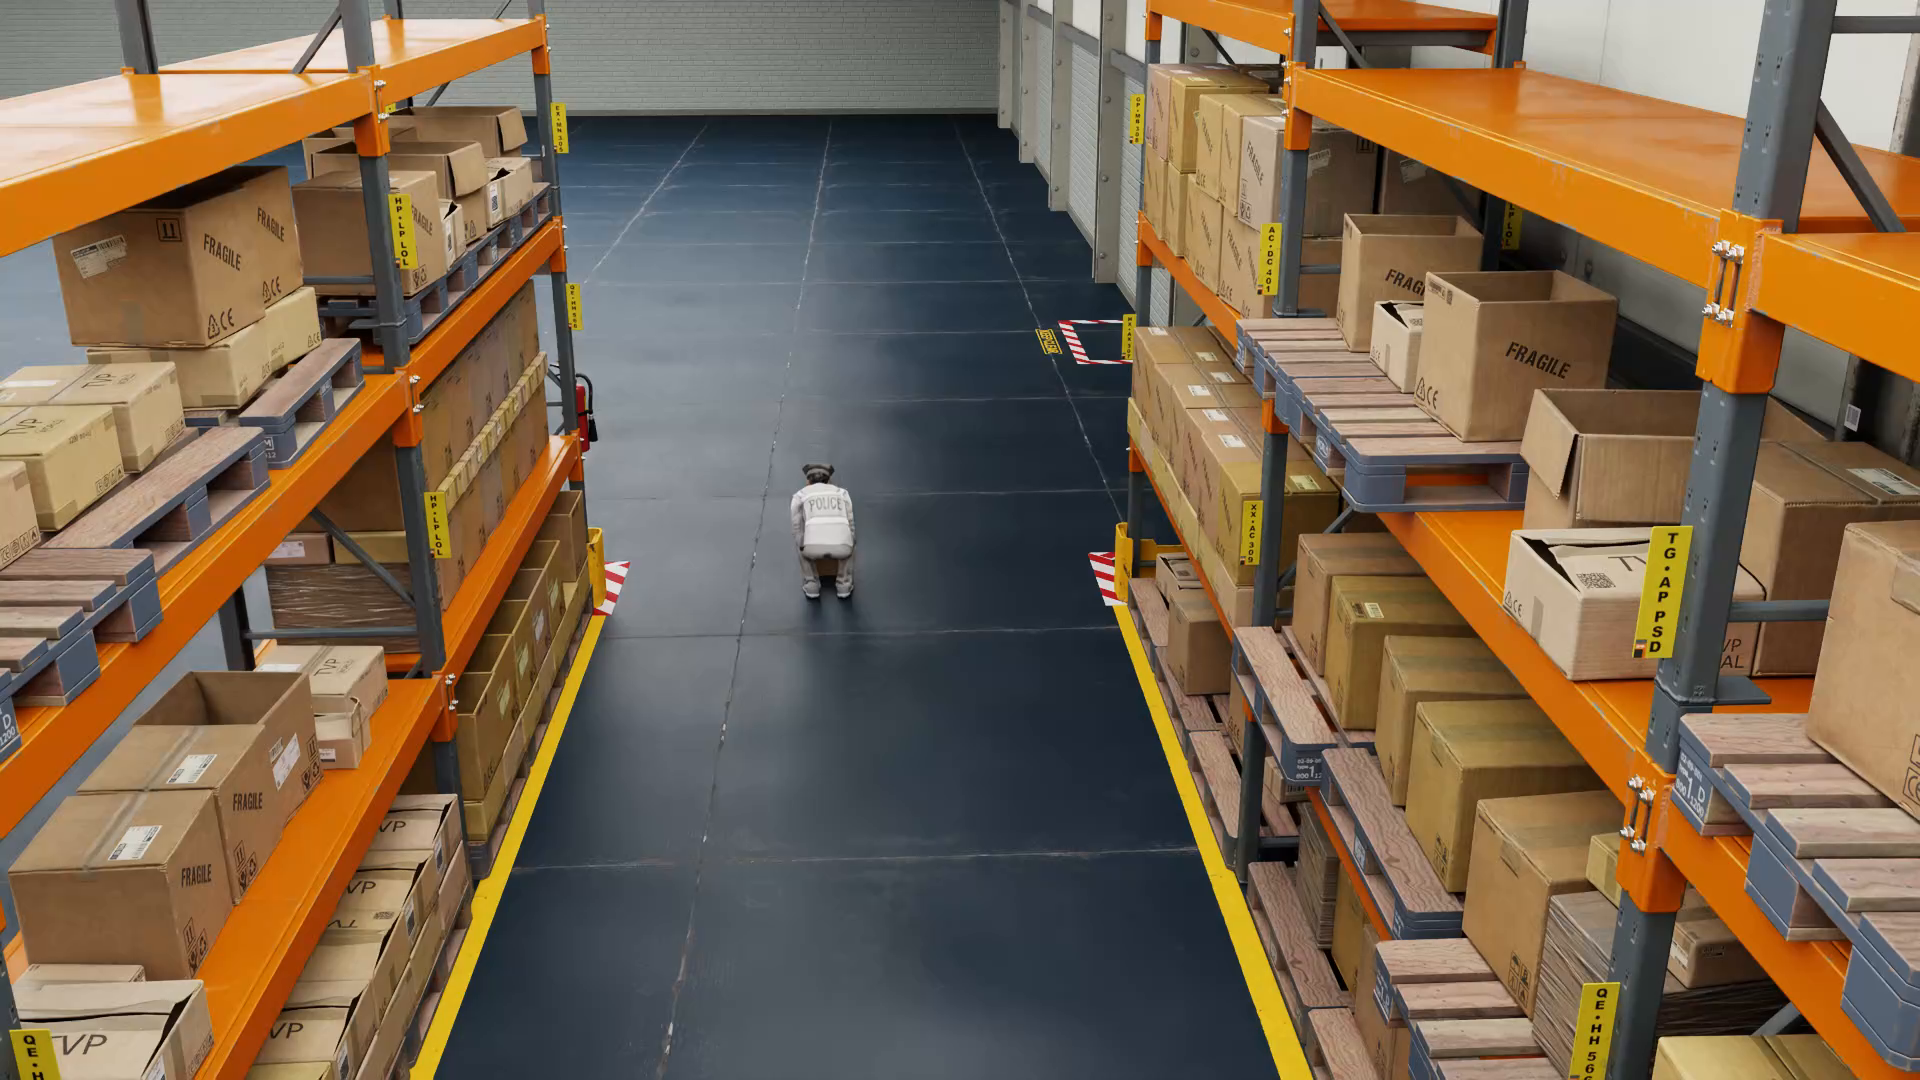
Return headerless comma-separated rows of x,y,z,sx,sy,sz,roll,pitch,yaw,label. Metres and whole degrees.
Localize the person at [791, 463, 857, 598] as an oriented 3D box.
-1.010,-0.072,12.373,0.486,0.898,0.856,-1,21,-3,person
